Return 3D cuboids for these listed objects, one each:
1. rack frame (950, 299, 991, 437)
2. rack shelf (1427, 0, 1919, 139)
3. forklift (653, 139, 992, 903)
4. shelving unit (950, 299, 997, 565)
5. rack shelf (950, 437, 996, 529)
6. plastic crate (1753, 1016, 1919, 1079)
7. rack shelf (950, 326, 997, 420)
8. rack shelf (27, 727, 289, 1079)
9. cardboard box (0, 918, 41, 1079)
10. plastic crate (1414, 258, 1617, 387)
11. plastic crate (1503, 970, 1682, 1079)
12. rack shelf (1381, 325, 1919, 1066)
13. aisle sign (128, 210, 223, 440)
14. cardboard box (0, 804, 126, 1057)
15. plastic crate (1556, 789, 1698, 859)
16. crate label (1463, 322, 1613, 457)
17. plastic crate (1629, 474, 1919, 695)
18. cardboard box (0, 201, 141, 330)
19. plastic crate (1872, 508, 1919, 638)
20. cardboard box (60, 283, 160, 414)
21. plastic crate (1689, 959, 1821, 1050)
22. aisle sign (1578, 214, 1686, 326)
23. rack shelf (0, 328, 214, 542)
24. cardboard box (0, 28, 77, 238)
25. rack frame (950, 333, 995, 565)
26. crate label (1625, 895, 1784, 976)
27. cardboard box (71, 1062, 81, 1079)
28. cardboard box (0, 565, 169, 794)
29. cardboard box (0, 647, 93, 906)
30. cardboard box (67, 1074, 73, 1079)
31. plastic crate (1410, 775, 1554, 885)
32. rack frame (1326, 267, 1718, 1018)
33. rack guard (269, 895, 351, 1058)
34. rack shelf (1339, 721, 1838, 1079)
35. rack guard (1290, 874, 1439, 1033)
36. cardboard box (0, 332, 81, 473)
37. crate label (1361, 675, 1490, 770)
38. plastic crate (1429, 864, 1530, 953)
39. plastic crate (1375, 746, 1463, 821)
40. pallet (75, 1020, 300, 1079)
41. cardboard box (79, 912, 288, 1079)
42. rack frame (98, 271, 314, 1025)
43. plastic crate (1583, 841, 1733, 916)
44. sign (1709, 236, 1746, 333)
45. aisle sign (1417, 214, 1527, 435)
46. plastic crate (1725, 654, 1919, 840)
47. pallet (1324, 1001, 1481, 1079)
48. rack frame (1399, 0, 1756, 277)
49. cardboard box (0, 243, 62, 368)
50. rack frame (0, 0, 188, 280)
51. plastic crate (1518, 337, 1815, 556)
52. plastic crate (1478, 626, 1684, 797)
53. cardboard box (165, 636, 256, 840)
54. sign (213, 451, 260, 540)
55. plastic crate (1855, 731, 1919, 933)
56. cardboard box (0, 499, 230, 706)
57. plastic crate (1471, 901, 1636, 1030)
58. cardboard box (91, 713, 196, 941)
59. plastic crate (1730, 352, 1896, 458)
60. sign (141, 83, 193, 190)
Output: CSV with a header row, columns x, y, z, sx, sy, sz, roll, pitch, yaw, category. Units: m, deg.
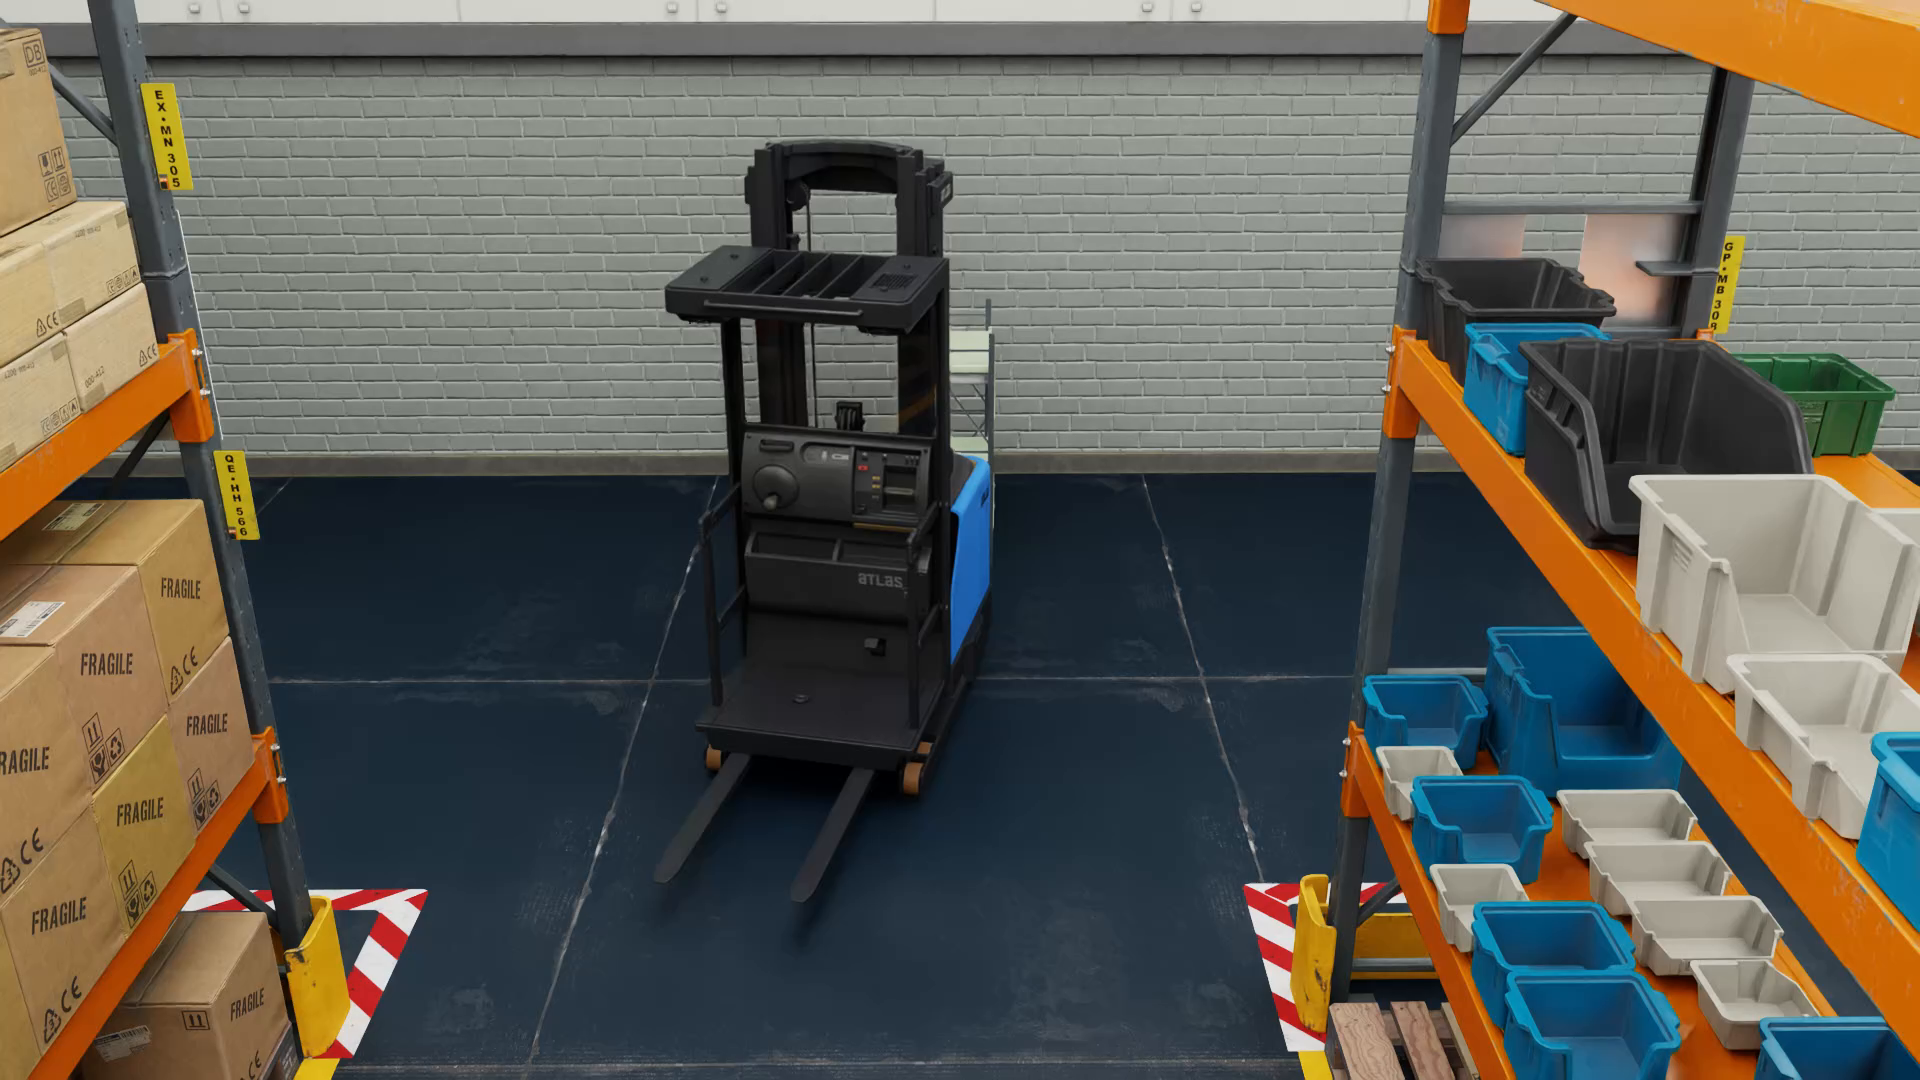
x,y,z,sx,sy,sz,roll,pitch,yaw,category
-0.004,-0.831,10.768,0.400,1.500,0.023,0,24,-1,rack frame
1.961,-0.905,3.189,1.077,0.370,4.000,0,24,-1,rack shelf
-0.642,-0.270,7.790,1.130,2.935,3.031,5,25,11,forklift
0.000,-0.681,10.435,0.431,1.500,0.755,0,24,-1,shelving unit
0.000,-0.384,10.569,0.431,0.370,0.720,0,24,-1,rack shelf
2.218,1.388,4.170,0.416,0.233,0.300,0,24,-1,plastic crate
0.000,-1.036,10.274,0.431,0.370,0.720,0,24,-1,rack shelf
-2.992,1.667,4.297,1.077,0.370,4.000,0,24,-1,rack shelf
-2.722,1.280,4.159,0.500,0.500,0.500,-1,24,-1,cardboard box
1.665,-0.653,5.072,0.497,0.269,0.590,0,24,-1,plastic crate
1.630,1.313,4.338,0.416,0.233,0.300,0,24,-1,plastic crate
1.961,0.280,3.725,1.077,0.370,4.000,0,24,-1,rack shelf
-2.708,-0.699,5.500,0.394,0.787,0.004,0,24,-1,aisle sign
-2.728,1.072,4.618,0.500,0.500,0.500,0,24,0,cardboard box
2.129,0.922,5.318,0.396,0.136,0.243,0,24,-1,plastic crate
1.626,-0.423,4.585,0.408,0.251,0.502,0,24,-1,crate label
1.655,0.096,3.401,0.437,0.282,0.530,0,24,-1,plastic crate
-2.753,-0.800,4.815,0.500,0.250,0.500,0,24,-1,cardboard box
2.210,0.098,3.573,0.437,0.136,0.530,0,24,-1,plastic crate
-2.745,-0.573,4.918,0.500,0.250,0.500,0,24,-1,cardboard box
2.167,1.279,4.530,0.298,0.136,0.250,0,24,-1,plastic crate
2.231,-0.721,5.549,0.394,0.787,0.004,0,24,-1,aisle sign
-2.992,0.300,3.679,1.077,0.370,4.000,0,24,-1,rack shelf
-2.992,-1.141,4.658,0.700,0.500,0.500,0,24,-1,cardboard box
0.004,-0.530,10.101,0.400,1.500,0.023,0,24,-1,rack frame
2.145,1.157,4.800,0.396,0.136,0.243,0,24,-1,crate label
-3.350,1.883,5.851,0.380,0.166,0.250,0,24,-1,cardboard box
-2.728,0.404,4.881,0.500,0.500,0.500,0,24,1,cardboard box
-2.717,0.618,4.409,0.500,0.500,0.500,0,24,1,cardboard box
-3.286,1.999,5.493,0.500,0.250,0.500,0,24,-1,cardboard box
1.620,0.918,5.211,0.416,0.233,0.300,0,24,-1,plastic crate
1.939,0.494,6.017,1.000,3.000,0.127,0,24,-1,rack frame
-3.013,1.685,6.417,1.175,0.500,0.348,0,24,-1,rack guard
1.961,1.646,4.343,1.077,0.370,4.000,0,24,-1,rack shelf
1.926,1.624,6.554,1.175,0.500,0.348,0,24,-1,rack guard
-2.750,-0.367,4.463,0.500,0.250,0.500,0,24,-1,cardboard box
1.613,0.647,5.811,0.416,0.233,0.303,0,24,-1,crate label
1.541,1.103,4.919,0.250,0.136,0.298,0,24,-1,plastic crate
1.533,0.823,5.537,0.250,0.136,0.298,0,24,-1,plastic crate
-3.003,2.146,5.750,1.003,0.211,1.213,0,24,-1,pallet
-2.762,1.677,5.902,0.500,0.500,0.500,0,24,-1,cardboard box
-3.014,0.515,5.971,1.000,3.000,0.127,0,24,-1,rack frame
2.118,1.042,5.053,0.396,0.136,0.243,0,24,-1,plastic crate
2.489,-0.834,5.440,0.100,0.325,0.005,0,24,-1,sign
1.641,-0.718,5.544,0.394,0.787,0.004,0,24,-1,aisle sign
1.588,0.374,2.964,0.293,0.136,0.466,0,24,-1,plastic crate
1.909,2.105,5.840,1.003,0.211,1.213,0,24,-1,pallet
1.939,-2.239,4.780,1.000,3.000,0.127,0,24,-1,rack frame
-2.748,-0.594,4.360,0.500,0.250,0.500,0,24,-1,cardboard box
-3.014,-2.218,4.735,1.000,3.000,0.127,0,24,-1,rack frame
1.681,-0.213,4.017,0.504,0.338,0.767,0,24,-1,plastic crate
2.130,0.588,5.694,0.616,0.435,0.499,0,24,-1,plastic crate
-2.737,0.653,5.545,0.500,0.500,0.500,0,24,1,cardboard box
-2.459,-0.151,5.654,0.100,0.325,0.005,0,24,-1,sign
1.654,0.479,2.615,0.416,0.233,0.300,0,24,-1,plastic crate
-2.734,0.196,5.341,0.500,0.500,0.500,0,24,-1,cardboard box
1.627,1.189,4.611,0.416,0.233,0.300,0,24,-1,plastic crate
-2.728,0.867,5.072,0.500,0.500,0.500,0,24,0,cardboard box
2.236,-0.371,4.546,0.450,0.188,0.336,0,24,-1,plastic crate
-2.459,-1.249,5.158,0.100,0.325,0.005,0,24,-1,sign
